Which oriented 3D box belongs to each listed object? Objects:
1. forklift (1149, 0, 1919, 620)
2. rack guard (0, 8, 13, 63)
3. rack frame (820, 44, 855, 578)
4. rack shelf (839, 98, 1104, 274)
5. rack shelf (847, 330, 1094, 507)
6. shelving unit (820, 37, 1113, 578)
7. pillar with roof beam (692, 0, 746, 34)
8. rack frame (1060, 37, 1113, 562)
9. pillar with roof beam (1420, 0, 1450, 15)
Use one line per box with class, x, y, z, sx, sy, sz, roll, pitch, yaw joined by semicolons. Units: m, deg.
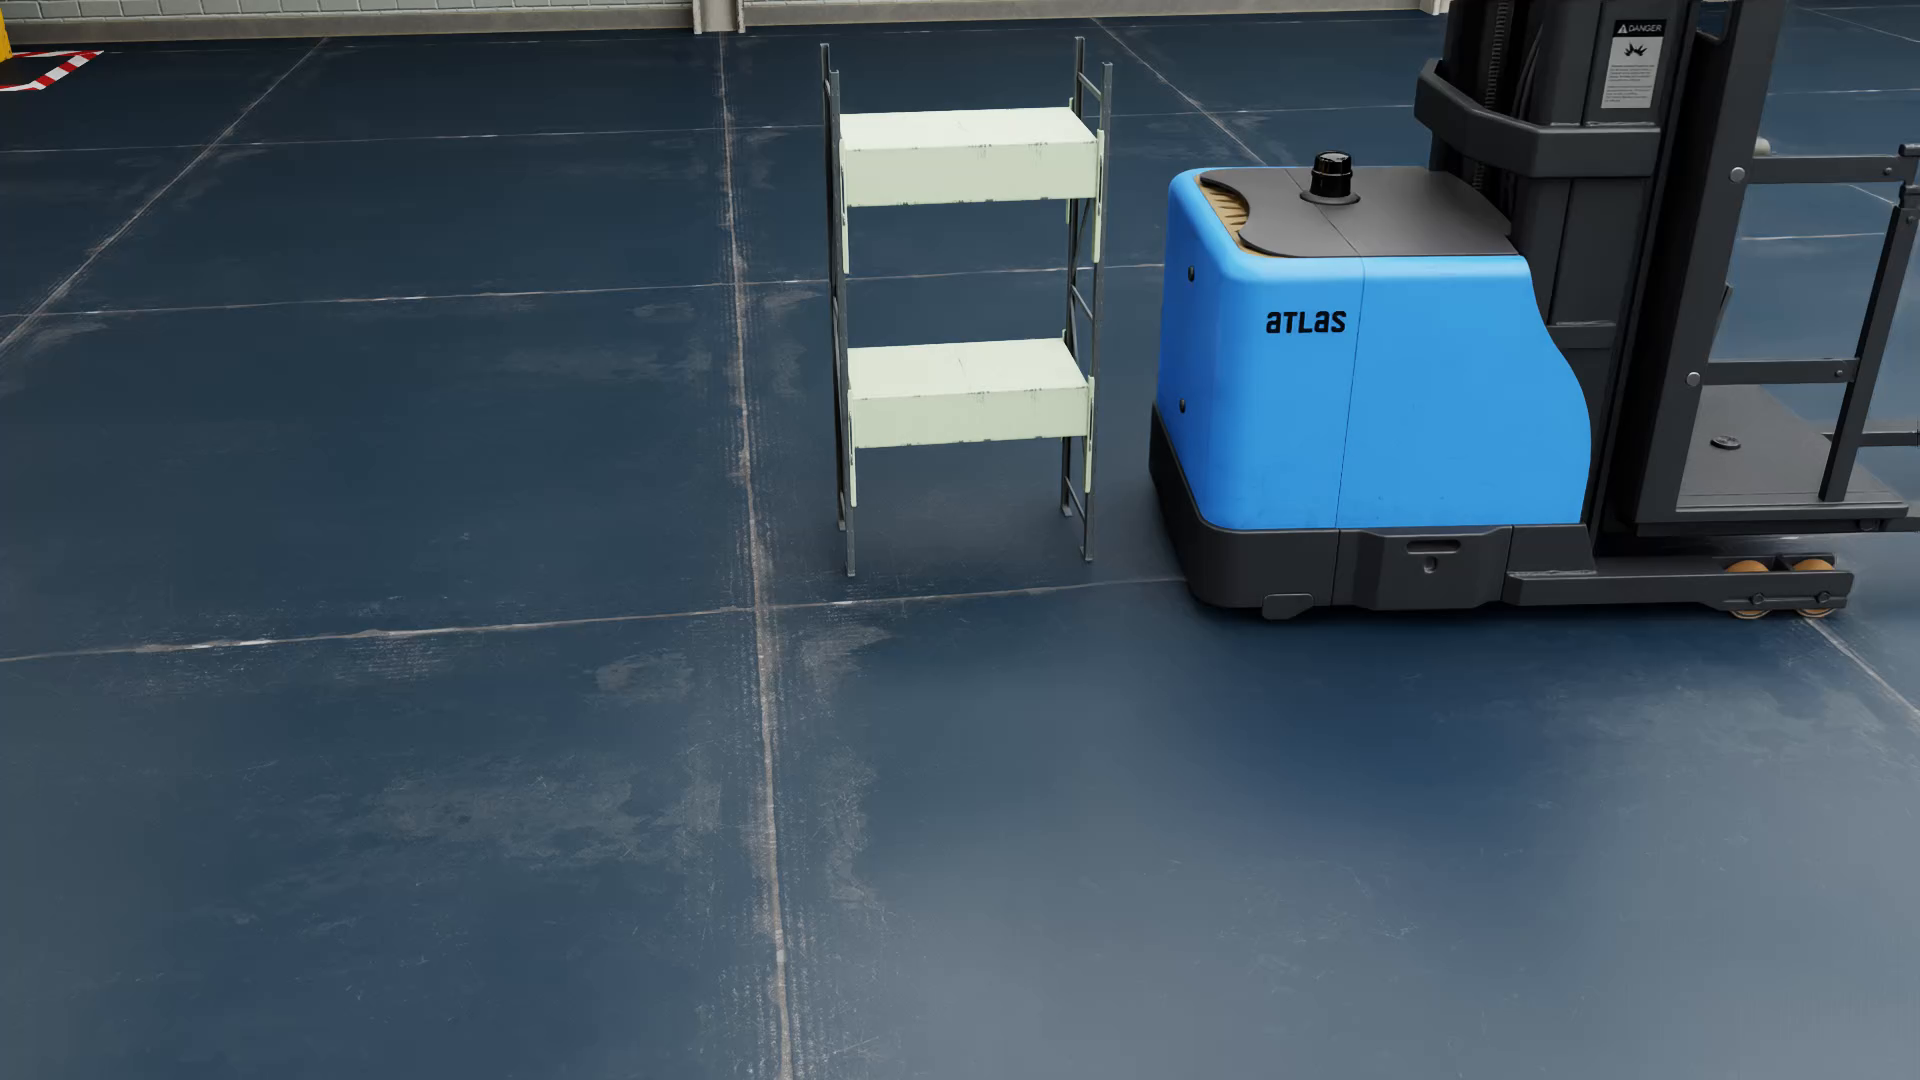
forklift;2.164;-1.317;4.605;3.031;2.935;1.130;-1;27;-2
rack guard;-6.992;-3.490;11.504;0.348;0.500;1.175;-4;27;-7
rack frame;-0.356;-0.644;4.863;0.023;1.500;0.400;-4;27;-7
rack shelf;0.007;-1.015;4.730;0.720;0.370;0.431;-4;27;-7
rack shelf;0.007;-0.378;5.057;0.720;0.370;0.431;-4;27;-7
shelving unit;0.007;-0.668;4.908;0.755;1.500;0.431;-4;27;-7
pillar with roof beam;-1.289;-6.068;7.219;0.400;9.000;9.100;-4;27;-7
rack frame;0.369;-0.691;4.954;0.023;1.500;0.400;-4;27;-7
pillar with roof beam;4.652;-6.450;7.963;0.400;9.000;9.100;-4;27;-7
